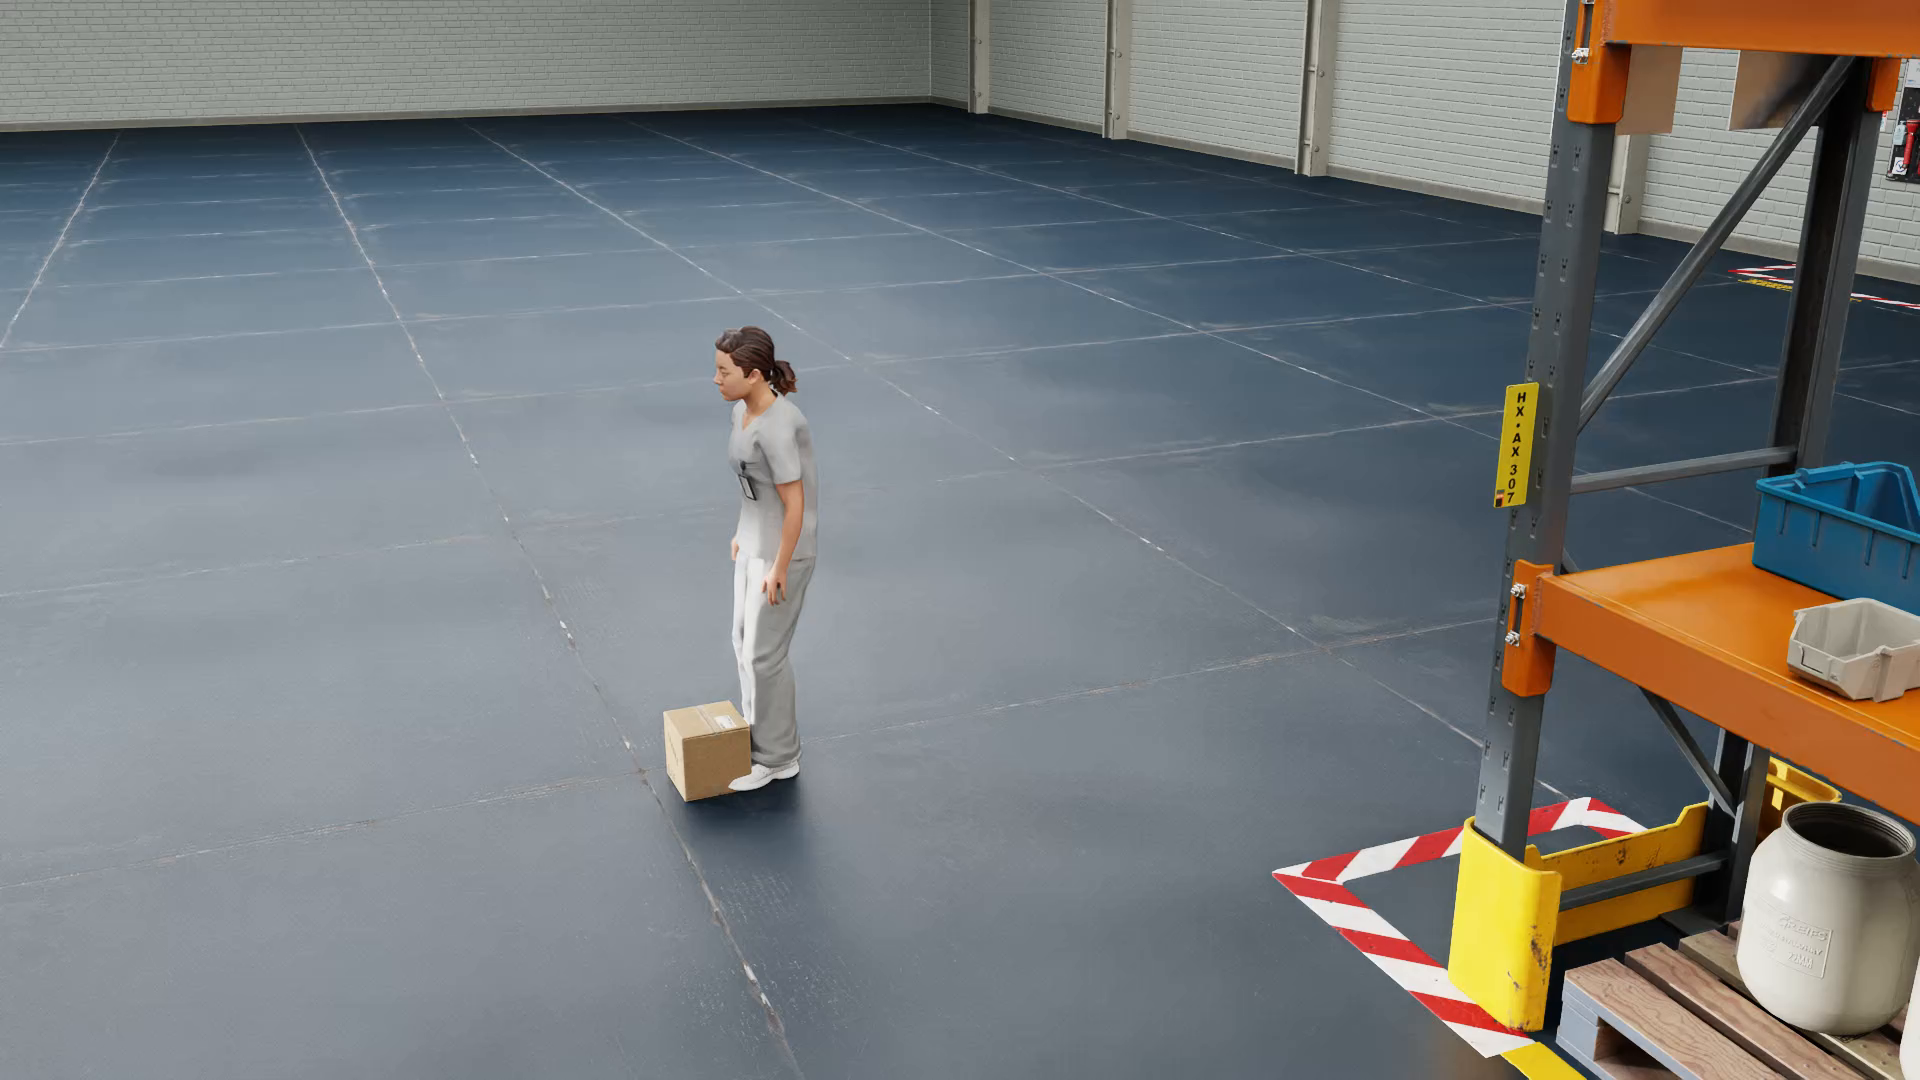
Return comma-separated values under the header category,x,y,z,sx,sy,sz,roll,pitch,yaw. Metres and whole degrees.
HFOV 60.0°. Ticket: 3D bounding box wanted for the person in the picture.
category,x,y,z,sx,sy,sz,roll,pitch,yaw
person,-0.715,0.057,5.899,0.413,1.672,0.487,-8,21,-23
